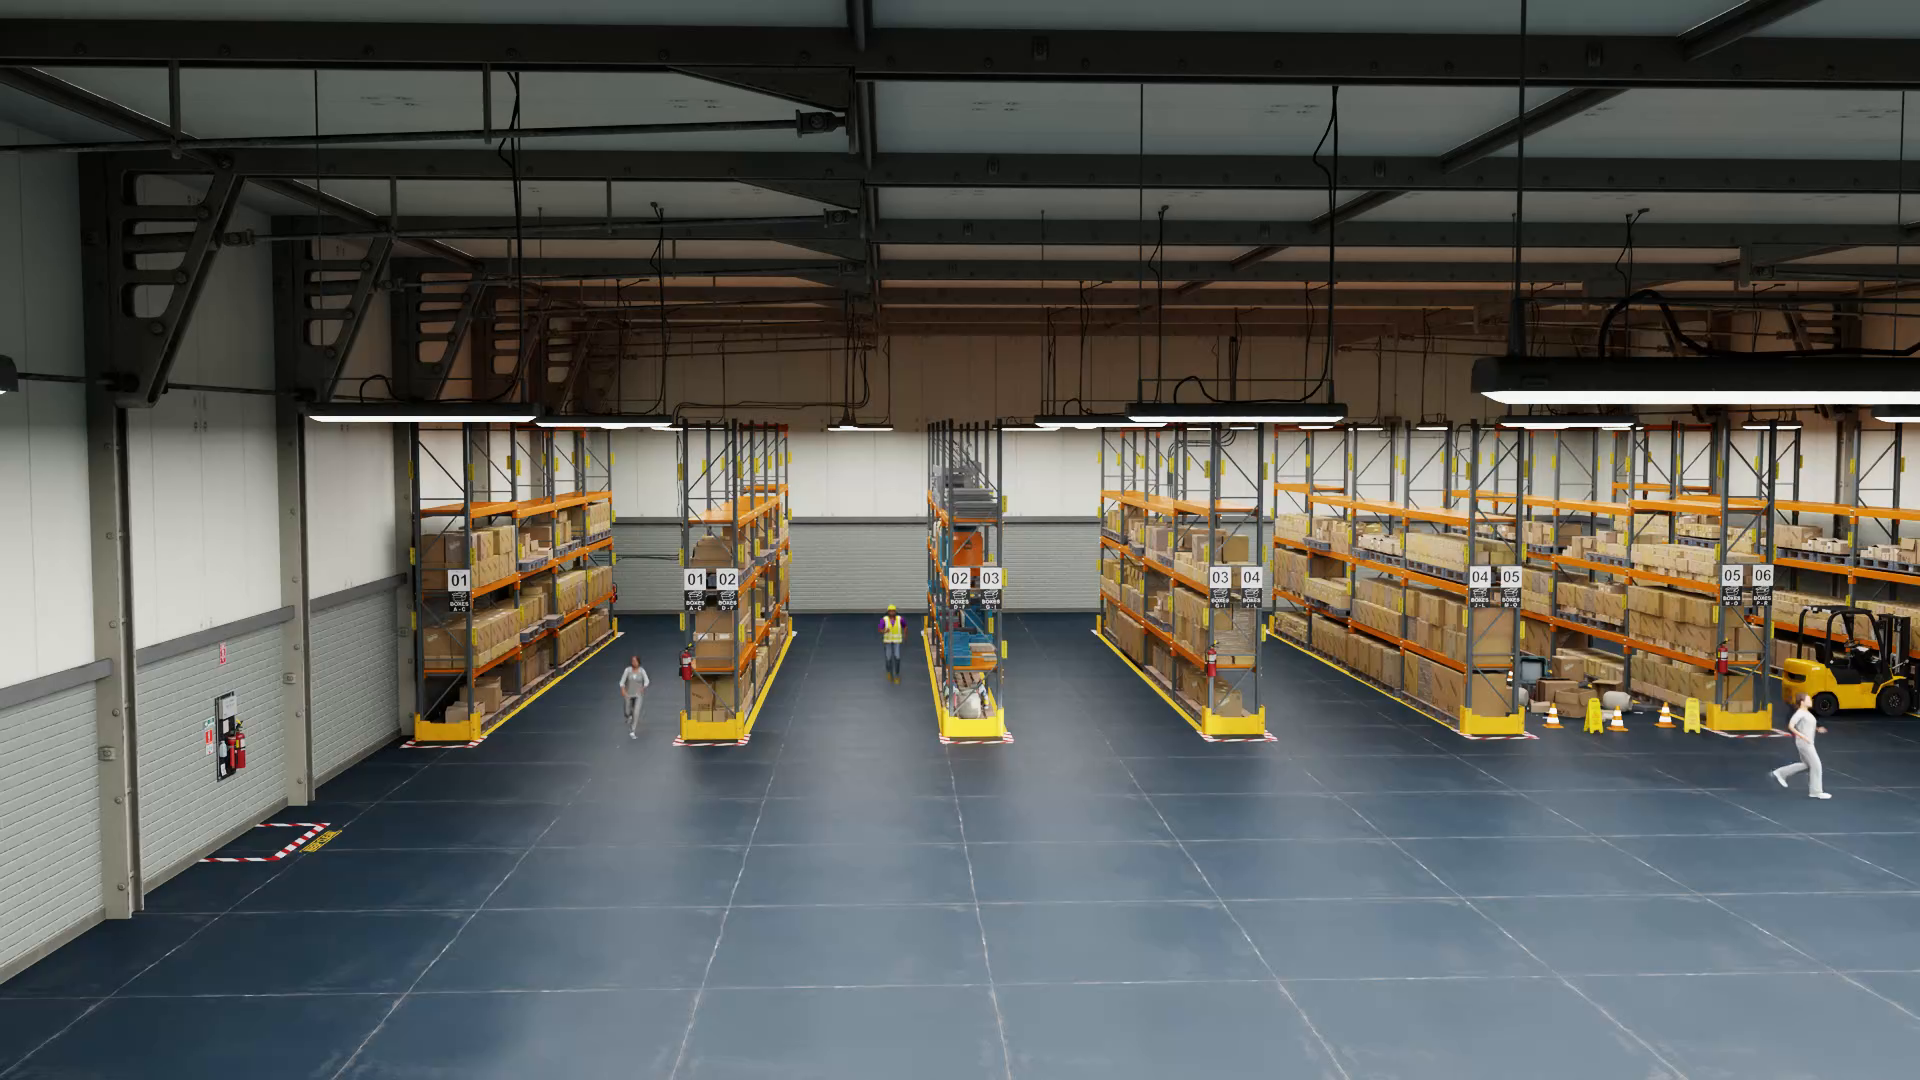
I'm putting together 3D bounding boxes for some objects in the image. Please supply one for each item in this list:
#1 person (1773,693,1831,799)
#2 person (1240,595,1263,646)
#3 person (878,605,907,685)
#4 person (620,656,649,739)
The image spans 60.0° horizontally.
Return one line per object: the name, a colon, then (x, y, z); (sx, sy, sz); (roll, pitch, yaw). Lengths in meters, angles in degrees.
person: (13.284, 3.218, 26.216); (0.859, 1.639, 0.577); (3, 5, 39)
person: (7.876, 1.988, 45.015); (0.662, 1.762, 0.889); (0, 4, 6)
person: (-1.550, 2.390, 38.174); (0.676, 1.825, 0.791); (0, 4, -2)
person: (-6.155, 2.956, 31.481); (0.547, 1.554, 0.574); (-1, 4, -8)
